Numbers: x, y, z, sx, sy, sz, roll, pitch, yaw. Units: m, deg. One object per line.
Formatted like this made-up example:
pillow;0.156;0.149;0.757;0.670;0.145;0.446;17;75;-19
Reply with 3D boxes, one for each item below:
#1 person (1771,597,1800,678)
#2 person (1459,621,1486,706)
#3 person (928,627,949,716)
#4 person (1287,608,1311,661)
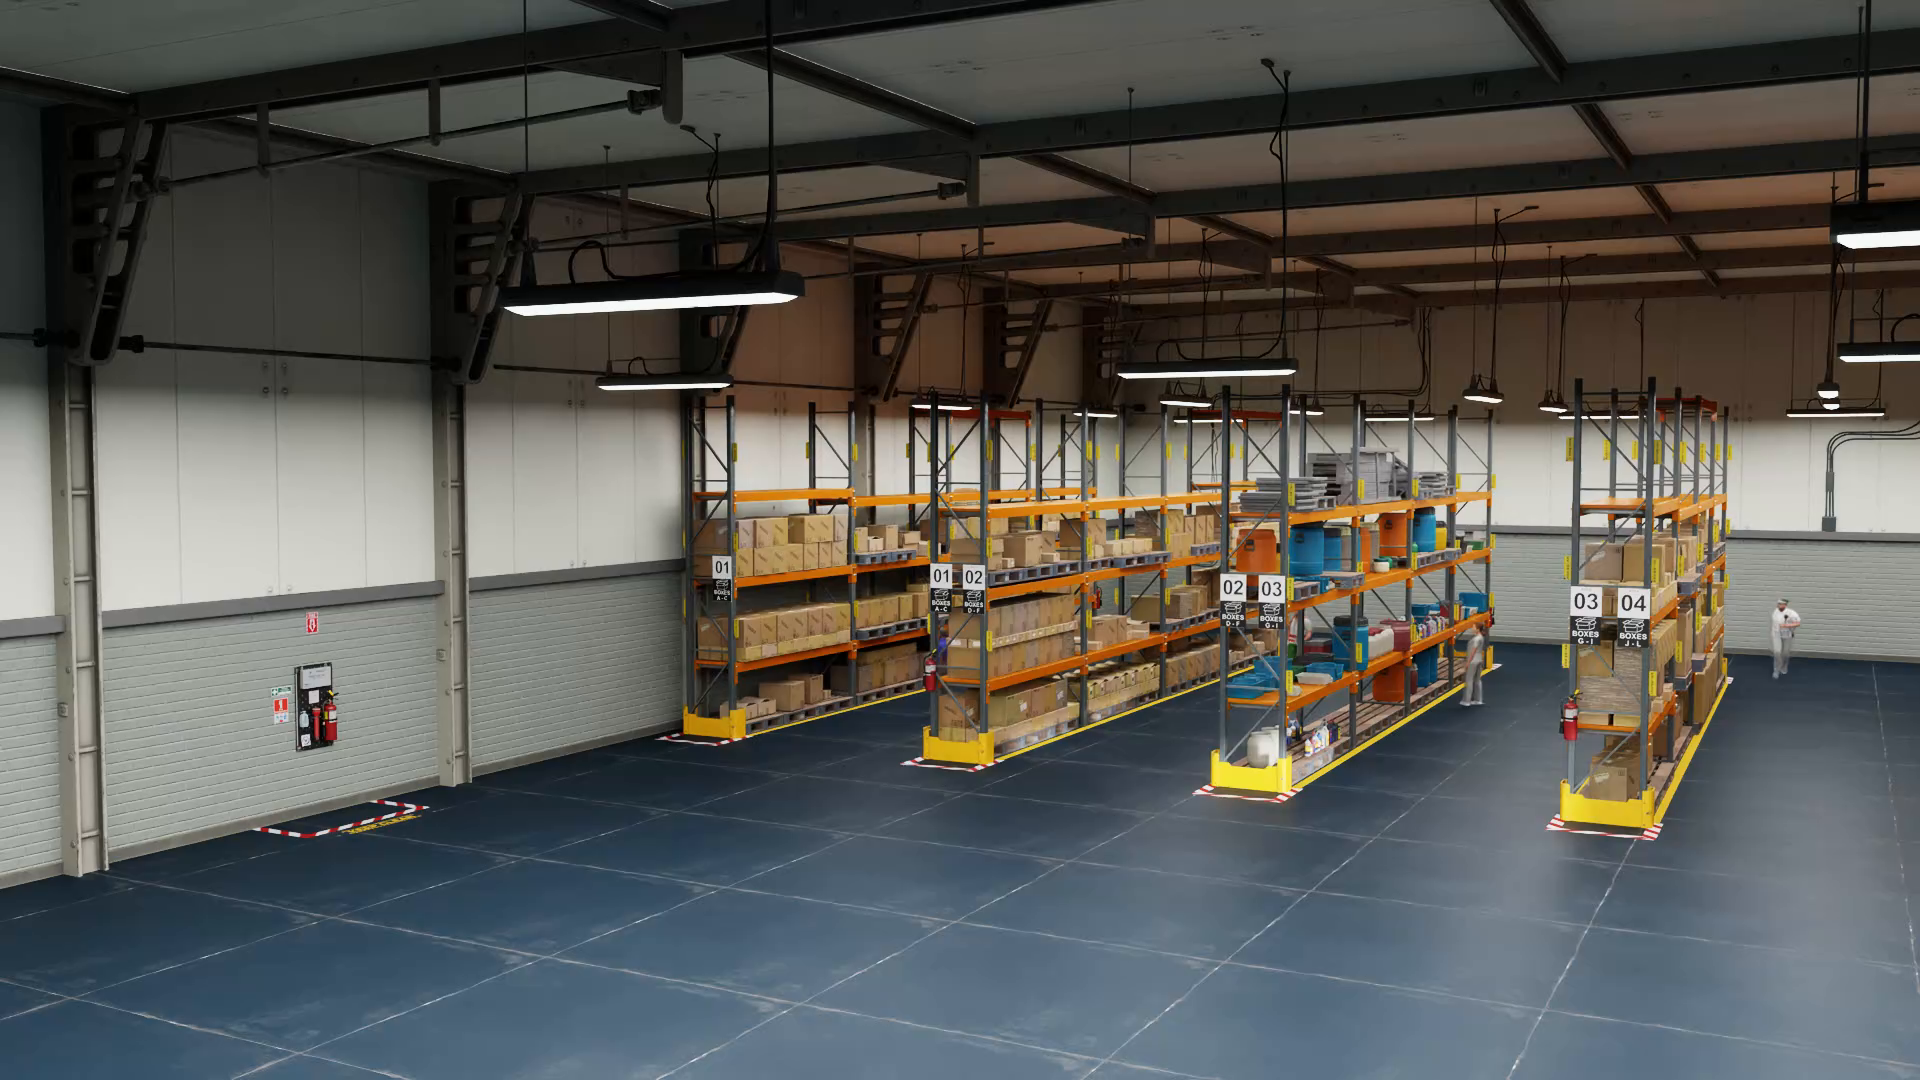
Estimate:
person;18.342;2.151;36.964;0.581;1.755;1.015;1;3;26
person;10.117;2.442;32.840;0.457;1.675;0.505;3;4;41
person;-0.397;2.573;31.780;0.327;1.580;0.569;1;3;17
person;7.248;2.237;35.693;0.622;1.766;0.657;1;3;25
